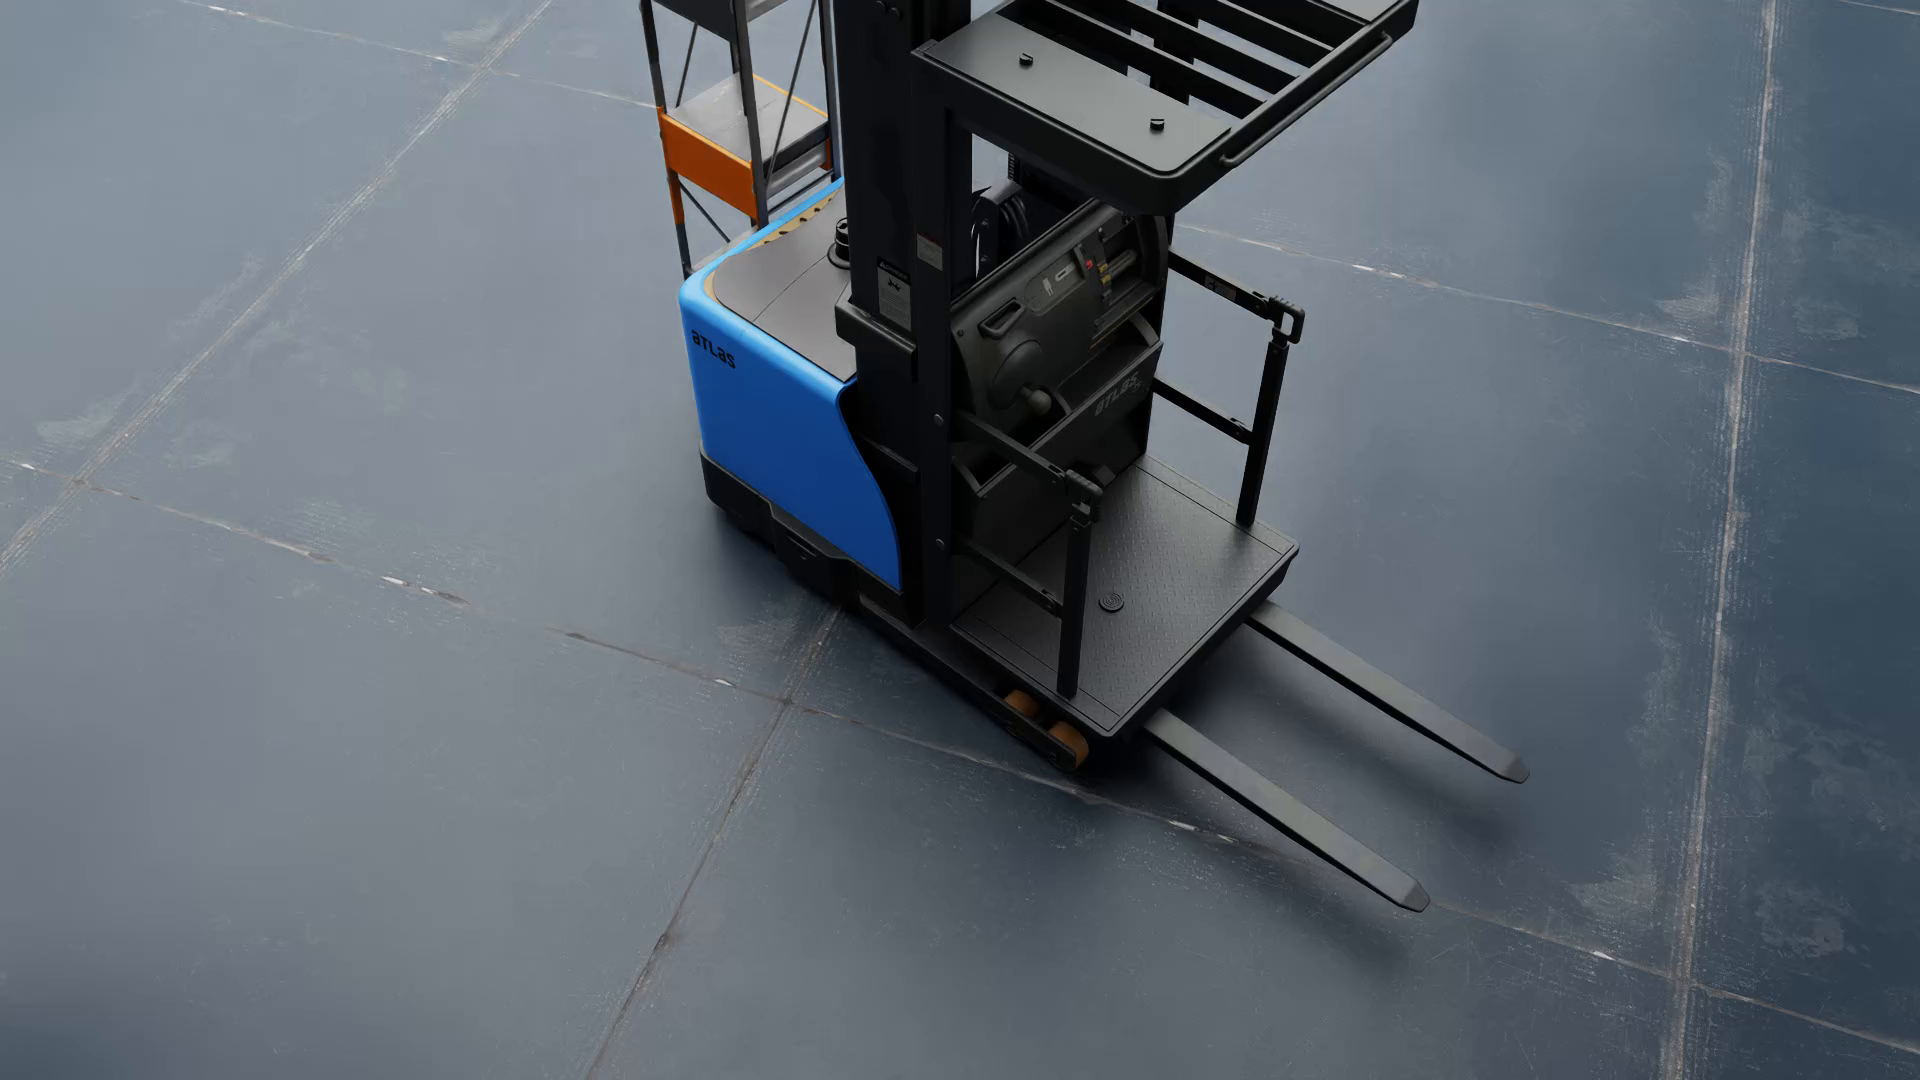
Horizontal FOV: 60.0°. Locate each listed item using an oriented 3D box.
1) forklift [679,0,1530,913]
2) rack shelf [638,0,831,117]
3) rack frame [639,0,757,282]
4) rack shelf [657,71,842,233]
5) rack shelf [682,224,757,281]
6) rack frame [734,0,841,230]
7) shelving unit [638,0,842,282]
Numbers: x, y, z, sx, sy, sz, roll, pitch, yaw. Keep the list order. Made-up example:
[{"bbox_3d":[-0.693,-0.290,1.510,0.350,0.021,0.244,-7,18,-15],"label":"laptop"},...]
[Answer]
[{"bbox_3d":[0.471,-0.644,4.868,3.031,2.935,1.130,34,57,26],"label":"forklift"},{"bbox_3d":[-0.752,-1.808,5.520,0.480,0.518,0.431,34,57,26],"label":"rack shelf"},{"bbox_3d":[-0.935,-1.481,6.144,0.015,2.100,0.400,34,57,26],"label":"rack frame"},{"bbox_3d":[-0.752,-1.350,6.049,0.480,0.518,0.431,34,57,26],"label":"rack shelf"},{"bbox_3d":[-0.752,-0.891,6.578,0.480,0.518,0.431,34,57,26],"label":"rack shelf"},{"bbox_3d":[-0.570,-1.236,5.932,0.015,2.100,0.400,34,57,26],"label":"rack frame"},{"bbox_3d":[-0.752,-1.359,6.038,0.503,2.100,0.431,34,57,26],"label":"shelving unit"}]
